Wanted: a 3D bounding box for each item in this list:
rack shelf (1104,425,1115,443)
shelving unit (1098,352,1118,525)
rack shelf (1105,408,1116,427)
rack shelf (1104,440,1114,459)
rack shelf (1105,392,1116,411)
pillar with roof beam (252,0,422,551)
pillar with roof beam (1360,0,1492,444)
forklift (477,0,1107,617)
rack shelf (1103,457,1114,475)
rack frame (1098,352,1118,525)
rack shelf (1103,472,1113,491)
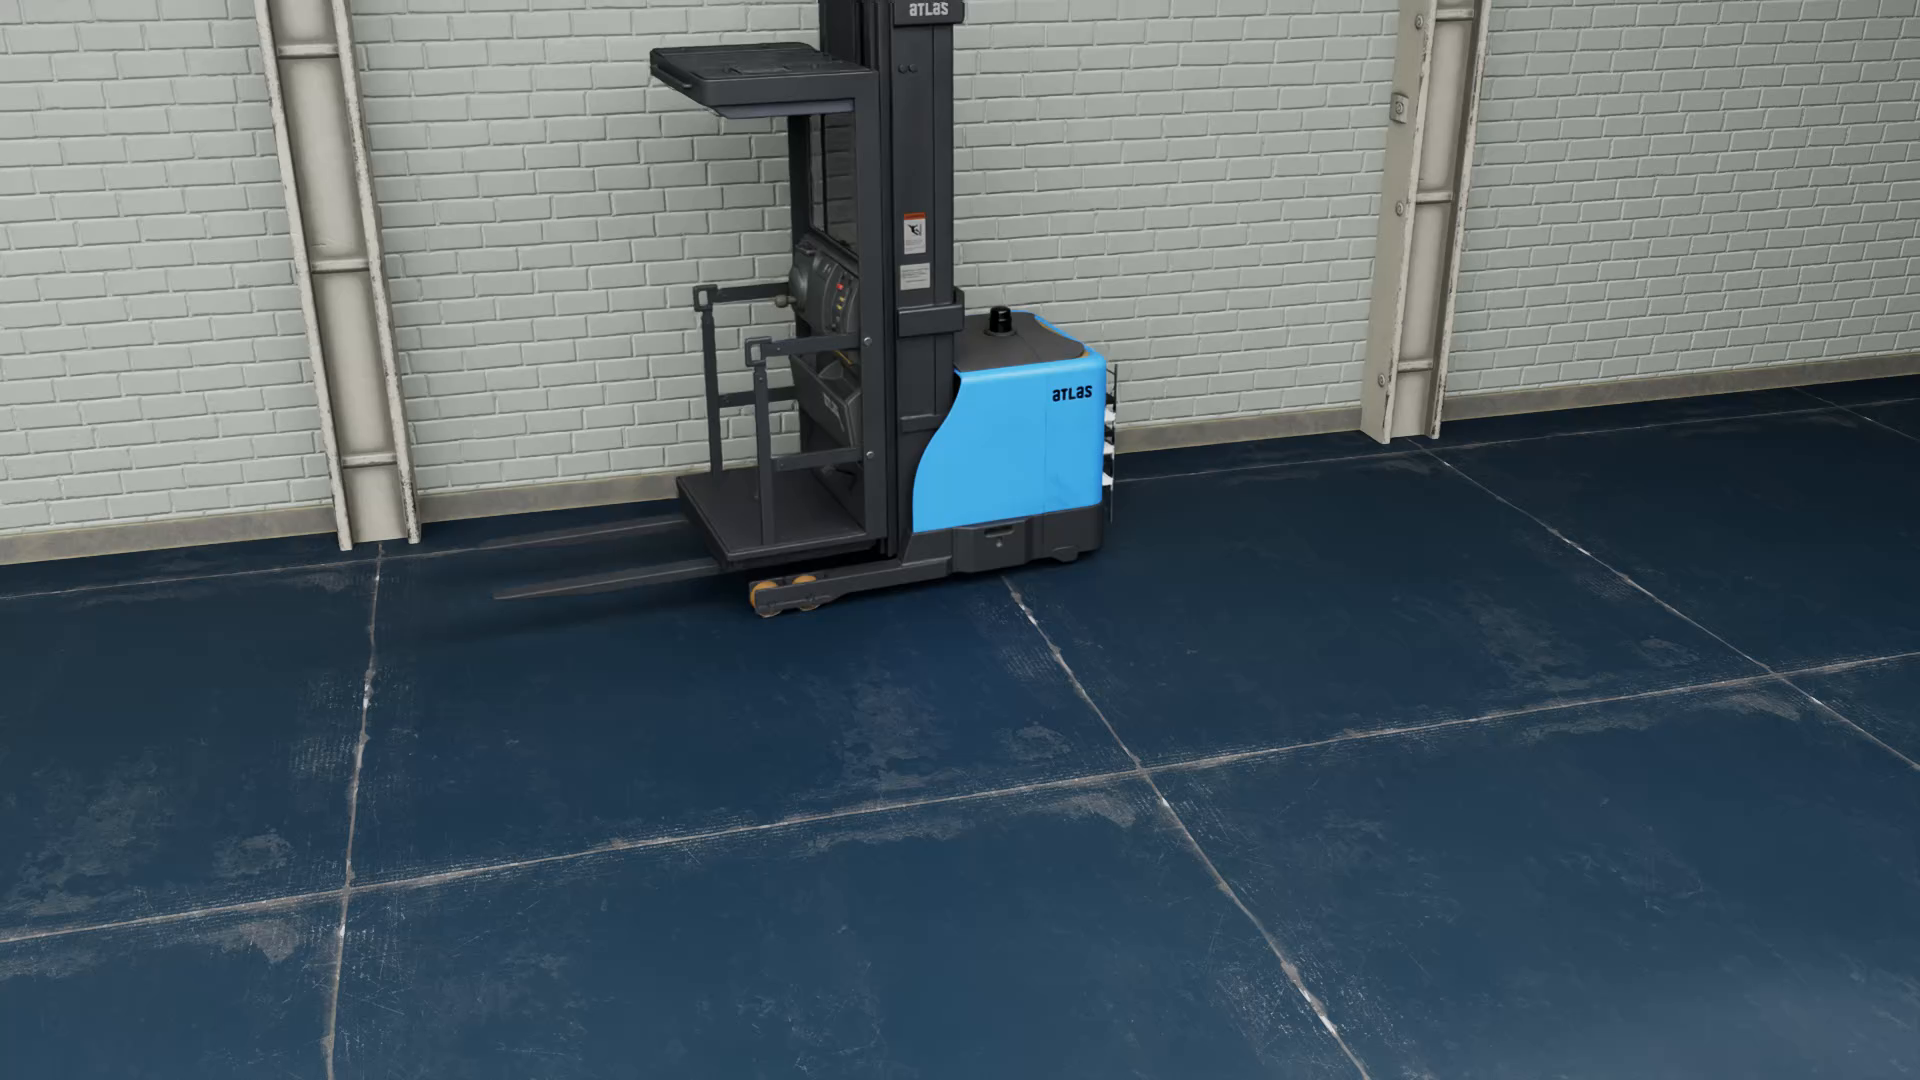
[{"bbox_3d":[0.673,-0.575,8.806,0.200,0.077,0.258,-9,25,-20],"label":"rack shelf"},{"bbox_3d":[0.673,-0.523,8.828,0.210,0.900,0.258,-9,25,-20],"label":"shelving unit"},{"bbox_3d":[0.673,-0.658,8.770,0.200,0.077,0.258,-9,25,-20],"label":"rack shelf"},{"bbox_3d":[0.673,-0.493,8.841,0.200,0.077,0.258,-9,25,-20],"label":"rack shelf"},{"bbox_3d":[0.673,-0.741,8.735,0.200,0.077,0.258,-9,25,-20],"label":"rack shelf"},{"bbox_3d":[-1.900,-2.525,3.223,0.400,9.000,9.100,-6,24,-14],"label":"pillar with roof beam"},{"bbox_3d":[3.877,-3.164,4.712,0.400,9.000,9.100,-6,24,-14],"label":"pillar with roof beam"},{"bbox_3d":[-0.834,-1.217,7.869,3.031,2.935,1.130,-9,25,-20],"label":"forklift"},{"bbox_3d":[0.673,-0.410,8.877,0.200,0.077,0.258,-9,25,-20],"label":"rack shelf"},{"bbox_3d":[0.768,-0.538,8.863,0.006,0.900,0.240,-9,25,-20],"label":"rack frame"},{"bbox_3d":[0.673,-0.327,8.912,0.200,0.077,0.258,-9,25,-20],"label":"rack shelf"}]
